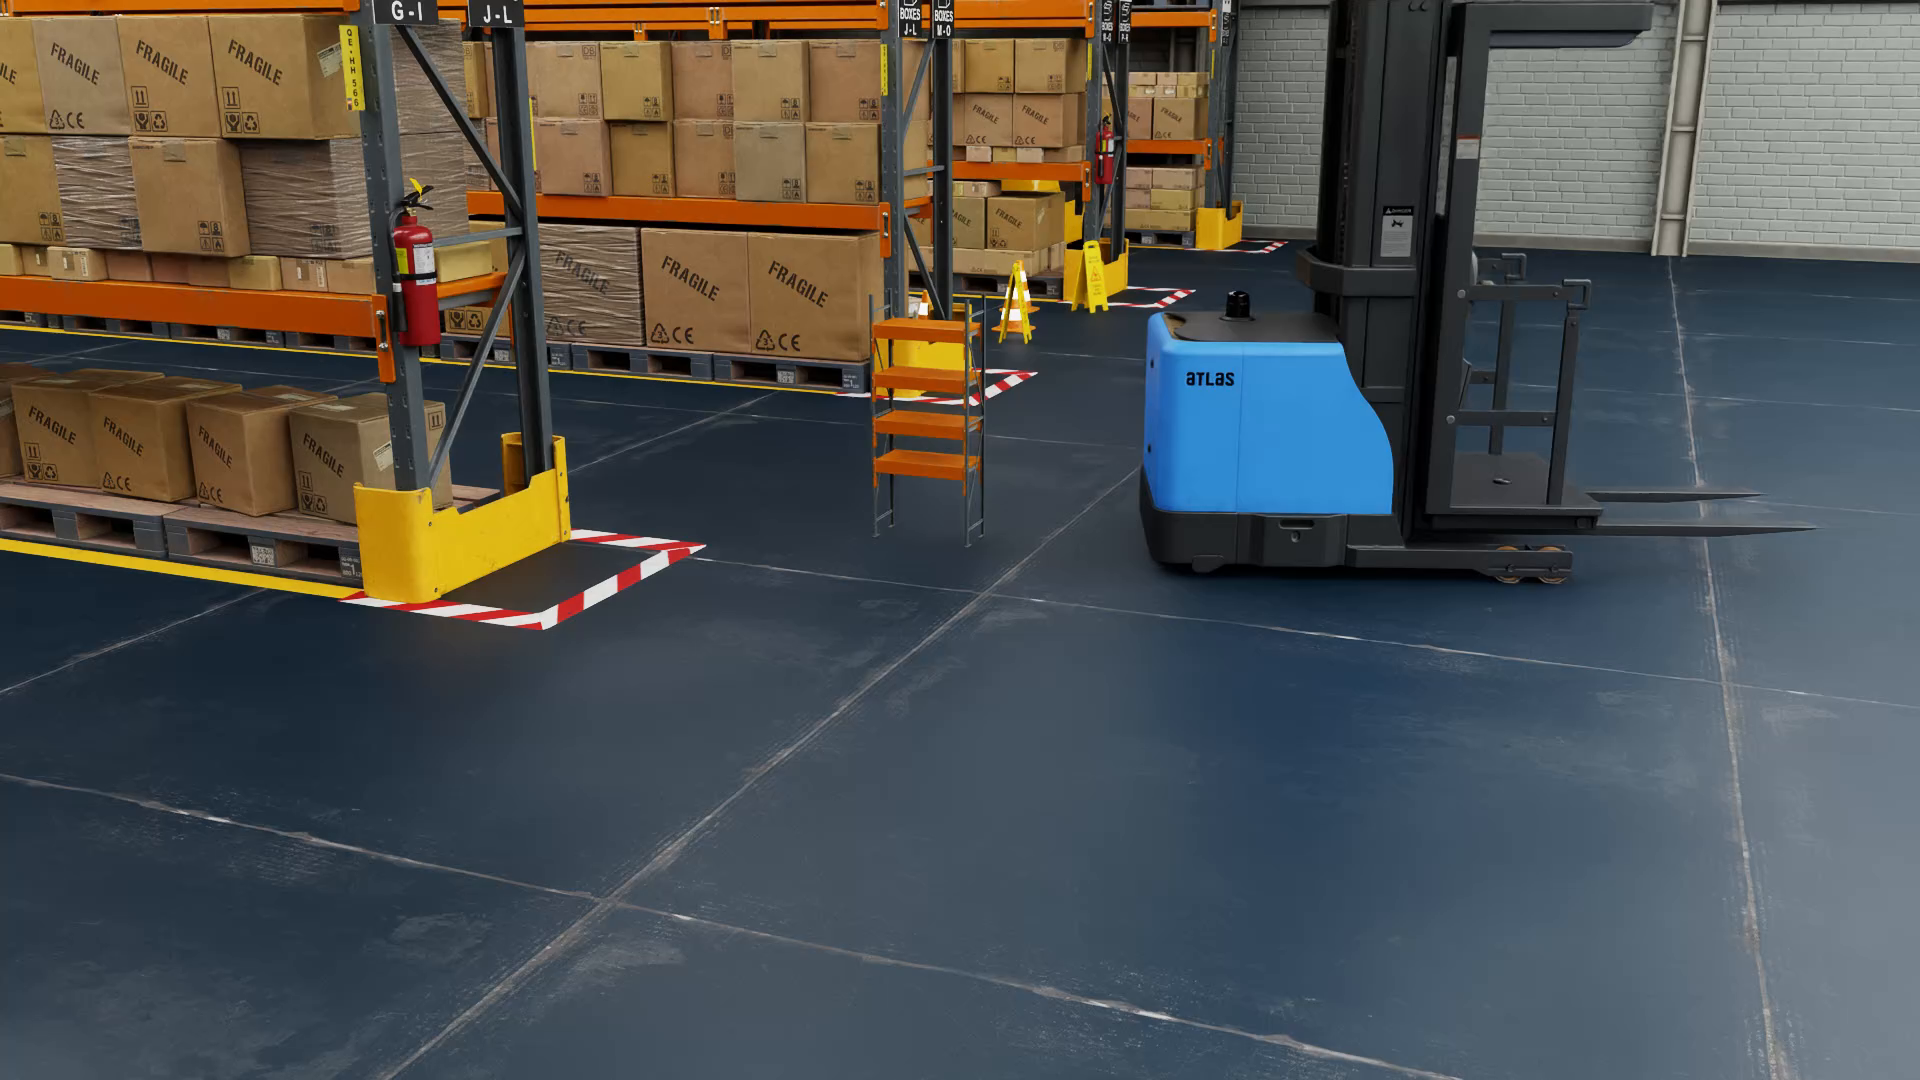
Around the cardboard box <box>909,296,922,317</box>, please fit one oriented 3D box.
[{"bbox_3d":[-0.528,-2.130,15.245,0.380,0.149,0.250,-12,20,-37],"label":"cardboard box"}]

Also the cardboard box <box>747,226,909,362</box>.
[{"bbox_3d":[-0.946,-1.829,12.151,0.875,0.875,0.875,6,17,21],"label":"cardboard box"}]

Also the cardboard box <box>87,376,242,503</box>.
[{"bbox_3d":[-3.924,-0.510,8.280,0.500,0.500,0.500,8,18,26],"label":"cardboard box"}]

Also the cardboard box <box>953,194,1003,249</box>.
[{"bbox_3d":[0.104,-3.198,16.641,0.500,0.500,0.500,7,18,23],"label":"cardboard box"}]

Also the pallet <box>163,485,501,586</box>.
[{"bbox_3d":[-3.018,-0.080,8.071,1.213,0.211,1.003,6,17,21],"label":"pallet"}]

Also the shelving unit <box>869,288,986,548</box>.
[{"bbox_3d":[-0.154,-0.593,8.065,0.503,1.200,0.258,6,17,21],"label":"shelving unit"}]

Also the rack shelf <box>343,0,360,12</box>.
[{"bbox_3d":[-4.065,-2.619,7.725,4.000,0.370,1.077,6,17,21],"label":"rack shelf"}]

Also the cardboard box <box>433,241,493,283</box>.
[{"bbox_3d":[-2.382,-1.290,7.686,0.250,0.149,0.380,6,17,21],"label":"cardboard box"}]

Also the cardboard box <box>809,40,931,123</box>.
[{"bbox_3d":[-0.622,-3.234,11.727,0.550,0.550,0.875,6,17,21],"label":"cardboard box"}]

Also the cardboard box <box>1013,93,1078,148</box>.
[{"bbox_3d":[0.825,-4.064,16.081,0.500,0.500,0.500,6,17,20],"label":"cardboard box"}]

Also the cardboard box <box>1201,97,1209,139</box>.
[{"bbox_3d":[2.890,-5.348,21.035,0.500,0.500,0.500,7,18,22],"label":"cardboard box"}]

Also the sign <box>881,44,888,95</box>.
[{"bbox_3d":[-0.503,-3.126,11.059,0.005,0.325,0.100,6,17,21],"label":"sign"}]

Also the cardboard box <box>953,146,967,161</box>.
[{"bbox_3d":[0.061,-3.862,16.546,0.250,0.149,0.380,7,17,21],"label":"cardboard box"}]

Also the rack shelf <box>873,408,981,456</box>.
[{"bbox_3d":[-0.154,-0.529,8.083,0.480,0.148,0.258,6,17,21],"label":"rack shelf"}]

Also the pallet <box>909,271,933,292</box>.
[{"bbox_3d":[-0.513,-2.776,17.356,1.213,0.211,1.003,6,17,21],"label":"pallet"}]

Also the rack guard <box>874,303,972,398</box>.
[{"bbox_3d":[-0.269,-1.392,12.073,0.348,0.500,1.175,6,17,21],"label":"rack guard"}]

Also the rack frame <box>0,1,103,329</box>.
[{"bbox_3d":[-7.733,-3.414,14.552,0.127,3.000,1.000,6,17,21],"label":"rack frame"}]

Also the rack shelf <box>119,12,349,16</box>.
[{"bbox_3d":[-7.871,-6.007,19.397,4.000,0.370,1.077,6,17,21],"label":"rack shelf"}]

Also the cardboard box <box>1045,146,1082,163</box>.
[{"bbox_3d":[1.005,-3.752,16.167,0.250,0.149,0.380,7,18,22],"label":"cardboard box"}]

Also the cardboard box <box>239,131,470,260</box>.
[{"bbox_3d":[-2.706,-1.574,7.501,0.500,0.500,0.875,6,17,21],"label":"cardboard box"}]

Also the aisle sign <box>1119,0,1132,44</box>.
[{"bbox_3d":[1.603,-5.212,16.084,0.004,0.787,0.394,6,17,21],"label":"aisle sign"}]

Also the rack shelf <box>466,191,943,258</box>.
[{"bbox_3d":[-2.151,-2.454,12.538,4.000,0.370,1.077,6,17,21],"label":"rack shelf"}]

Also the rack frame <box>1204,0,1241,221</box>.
[{"bbox_3d":[3.249,-5.177,20.627,0.127,3.000,1.000,6,17,21],"label":"rack frame"}]

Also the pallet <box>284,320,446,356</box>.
[{"bbox_3d":[-4.757,-1.725,13.736,1.213,0.211,1.003,6,17,21],"label":"pallet"}]

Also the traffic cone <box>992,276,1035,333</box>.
[{"bbox_3d":[0.467,-2.058,14.432,0.334,0.463,0.336,6,17,21],"label":"traffic cone"}]

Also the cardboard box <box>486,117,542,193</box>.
[{"bbox_3d":[-3.144,-2.991,12.829,0.550,0.550,0.875,6,17,21],"label":"cardboard box"}]

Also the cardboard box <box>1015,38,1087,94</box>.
[{"bbox_3d":[0.876,-4.556,15.981,0.500,0.500,0.700,6,17,19],"label":"cardboard box"}]

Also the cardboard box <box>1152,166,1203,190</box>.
[{"bbox_3d":[2.706,-4.505,20.696,0.500,0.250,0.500,7,18,22],"label":"cardboard box"}]

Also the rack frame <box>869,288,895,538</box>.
[{"bbox_3d":[-0.381,-0.618,8.151,0.015,1.200,0.240,6,17,21],"label":"rack frame"}]

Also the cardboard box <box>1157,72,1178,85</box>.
[{"bbox_3d":[2.598,-5.679,20.478,0.250,0.149,0.380,6,17,21],"label":"cardboard box"}]

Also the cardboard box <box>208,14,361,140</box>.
[{"bbox_3d":[-2.807,-1.982,7.116,0.500,0.500,0.500,6,17,21],"label":"cardboard box"}]

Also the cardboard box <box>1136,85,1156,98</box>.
[{"bbox_3d":[2.356,-5.560,20.604,0.250,0.149,0.380,7,17,22],"label":"cardboard box"}]

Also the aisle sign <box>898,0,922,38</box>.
[{"bbox_3d":[-0.335,-3.759,11.078,0.004,0.787,0.394,6,17,21],"label":"aisle sign"}]

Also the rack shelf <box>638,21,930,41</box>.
[{"bbox_3d":[-2.332,-6.886,22.423,4.000,0.370,1.077,6,17,21],"label":"rack shelf"}]

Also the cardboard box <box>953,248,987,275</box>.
[{"bbox_3d":[0.102,-2.839,16.750,0.500,0.250,0.500,6,17,21],"label":"cardboard box"}]

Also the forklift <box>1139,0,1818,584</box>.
[{"bbox_3d":[2.408,-1.361,7.604,3.031,2.935,1.130,1,16,2],"label":"forklift"}]

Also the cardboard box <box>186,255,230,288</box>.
[{"bbox_3d":[-3.256,-1.242,7.521,0.250,0.149,0.380,6,17,21],"label":"cardboard box"}]

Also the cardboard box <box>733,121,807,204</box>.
[{"bbox_3d":[-1.172,-2.744,11.977,0.550,0.550,0.875,6,17,21],"label":"cardboard box"}]

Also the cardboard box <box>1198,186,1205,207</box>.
[{"bbox_3d":[2.888,-4.400,21.233,0.500,0.250,0.500,7,17,22],"label":"cardboard box"}]

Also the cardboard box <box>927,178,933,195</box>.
[{"bbox_3d":[-0.253,-3.531,16.625,0.250,0.149,0.380,7,18,23],"label":"cardboard box"}]

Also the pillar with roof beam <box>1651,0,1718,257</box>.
[{"bbox_3d":[6.934,-6.633,14.881,0.400,9.000,9.100,6,17,21],"label":"pillar with roof beam"}]

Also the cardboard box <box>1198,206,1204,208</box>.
[{"bbox_3d":[2.864,-4.159,21.299,0.500,0.250,0.500,6,17,21],"label":"cardboard box"}]

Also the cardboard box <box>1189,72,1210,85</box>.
[{"bbox_3d":[3.015,-5.769,20.790,0.250,0.149,0.380,6,17,20],"label":"cardboard box"}]

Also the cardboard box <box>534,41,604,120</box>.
[{"bbox_3d":[-2.675,-3.431,12.407,0.550,0.550,0.875,6,17,21],"label":"cardboard box"}]

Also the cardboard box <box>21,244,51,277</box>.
[{"bbox_3d":[-4.187,-1.344,7.874,0.250,0.149,0.380,6,17,21],"label":"cardboard box"}]
